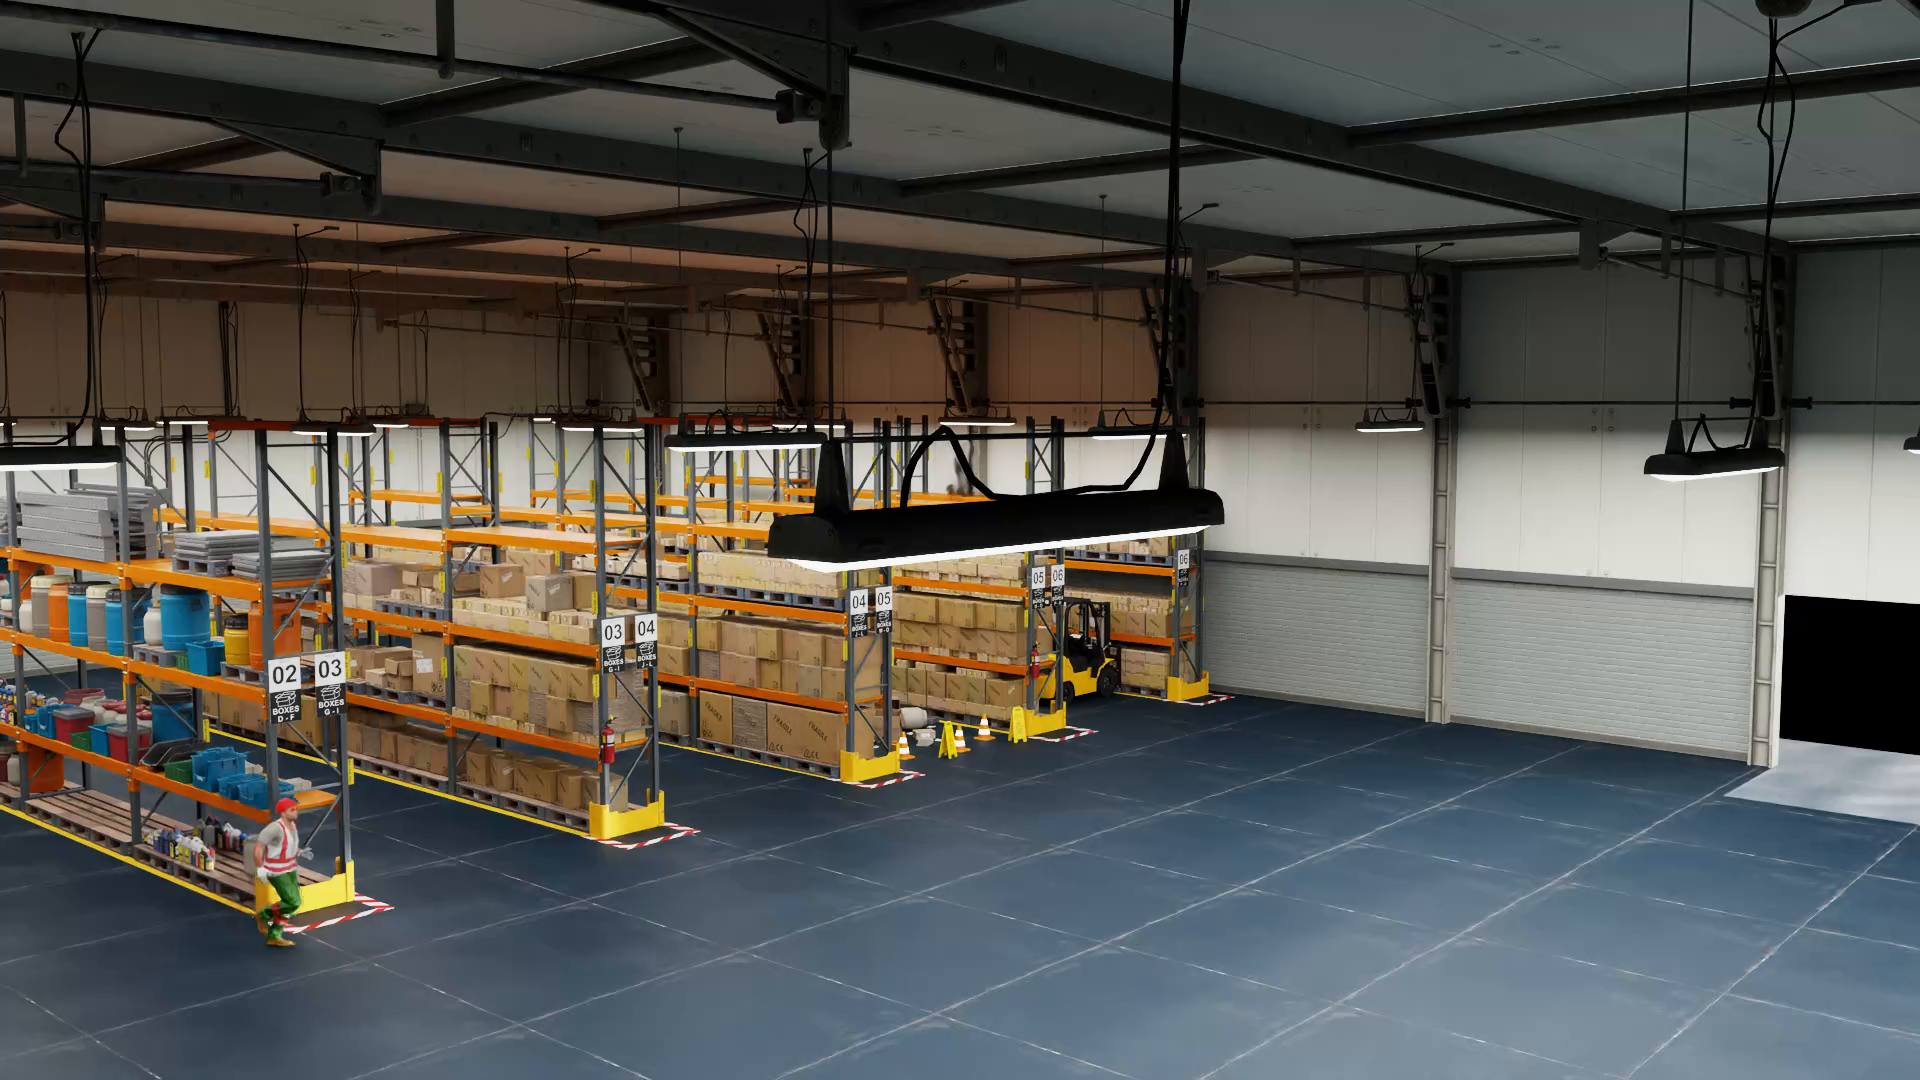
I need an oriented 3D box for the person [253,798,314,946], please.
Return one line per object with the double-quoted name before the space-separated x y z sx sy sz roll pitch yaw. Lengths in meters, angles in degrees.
"person" -7.864 3.861 19.336 0.631 1.731 0.660 0 5 6
